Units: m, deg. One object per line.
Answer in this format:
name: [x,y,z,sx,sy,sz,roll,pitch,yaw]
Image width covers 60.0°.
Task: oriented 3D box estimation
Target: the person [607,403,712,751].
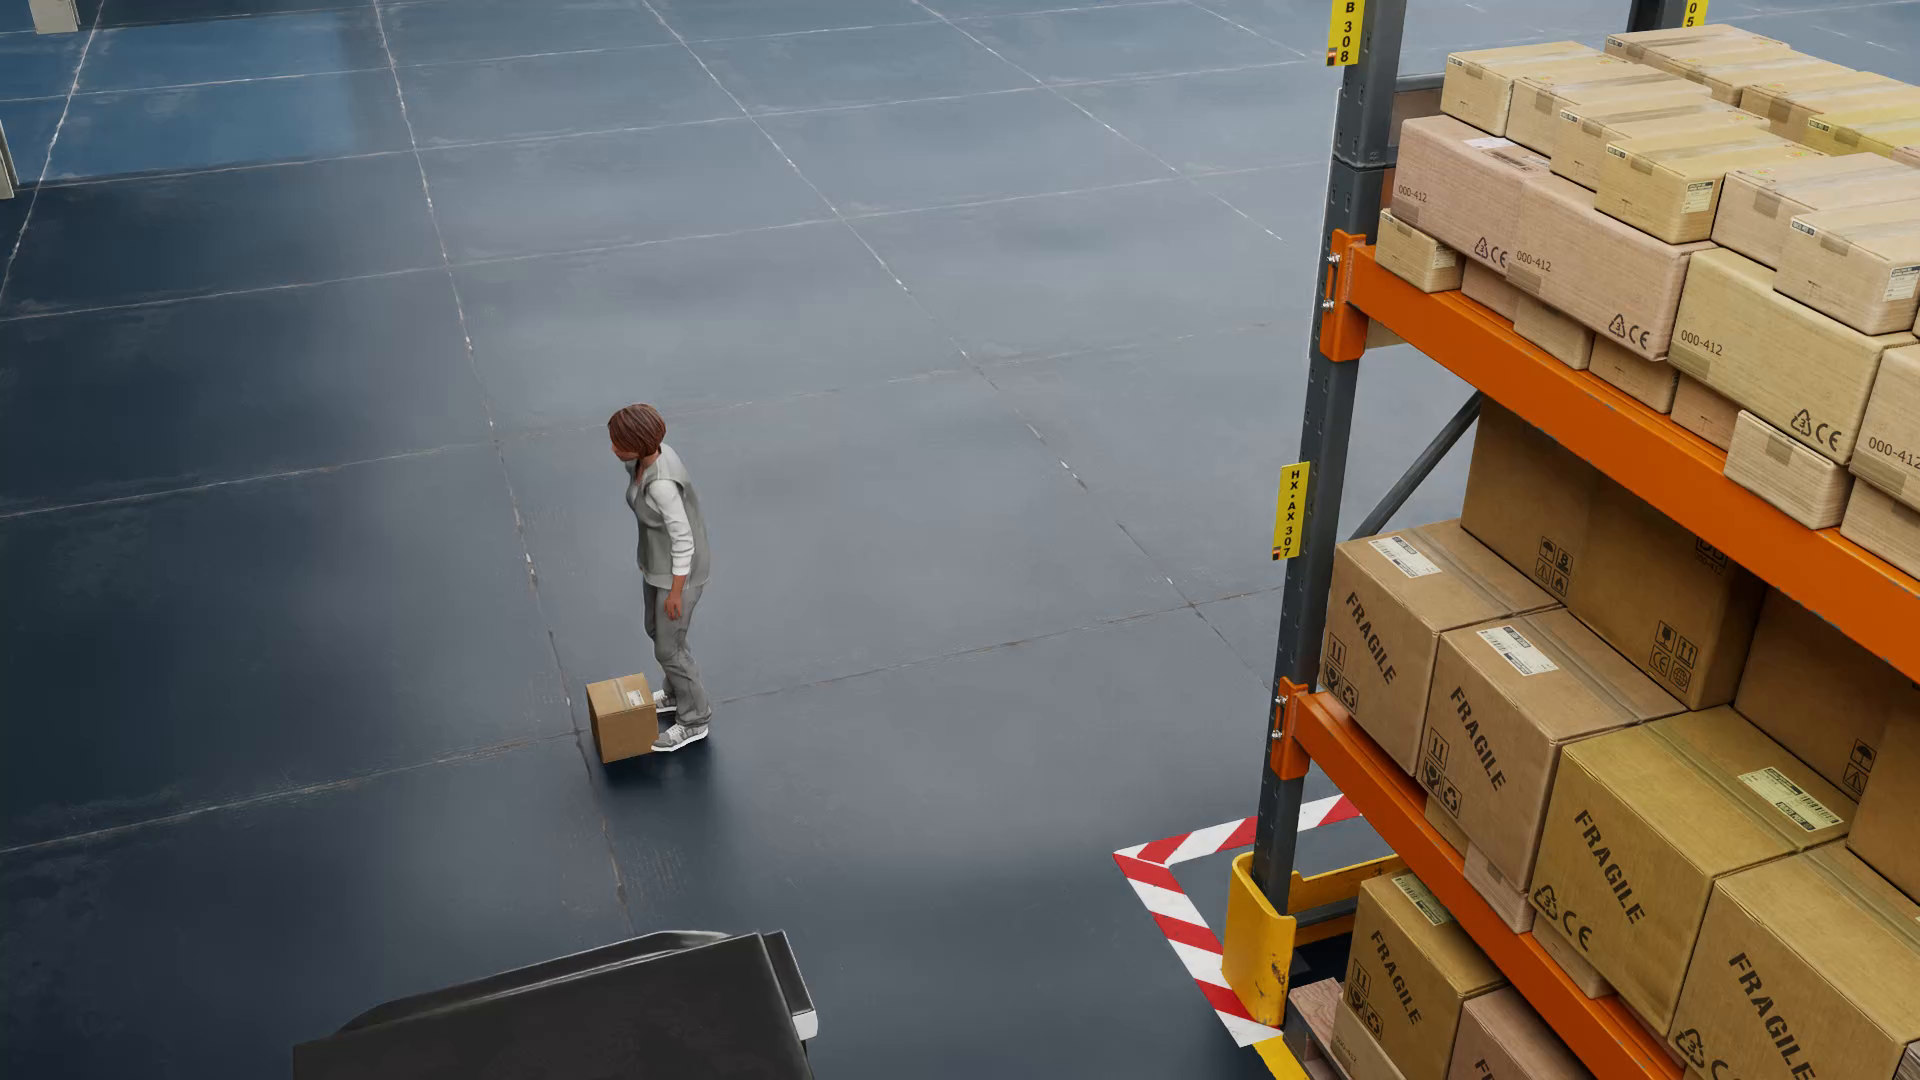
person: [-1.221,0.140,6.902,0.347,1.592,0.484,-13,33,-20]
